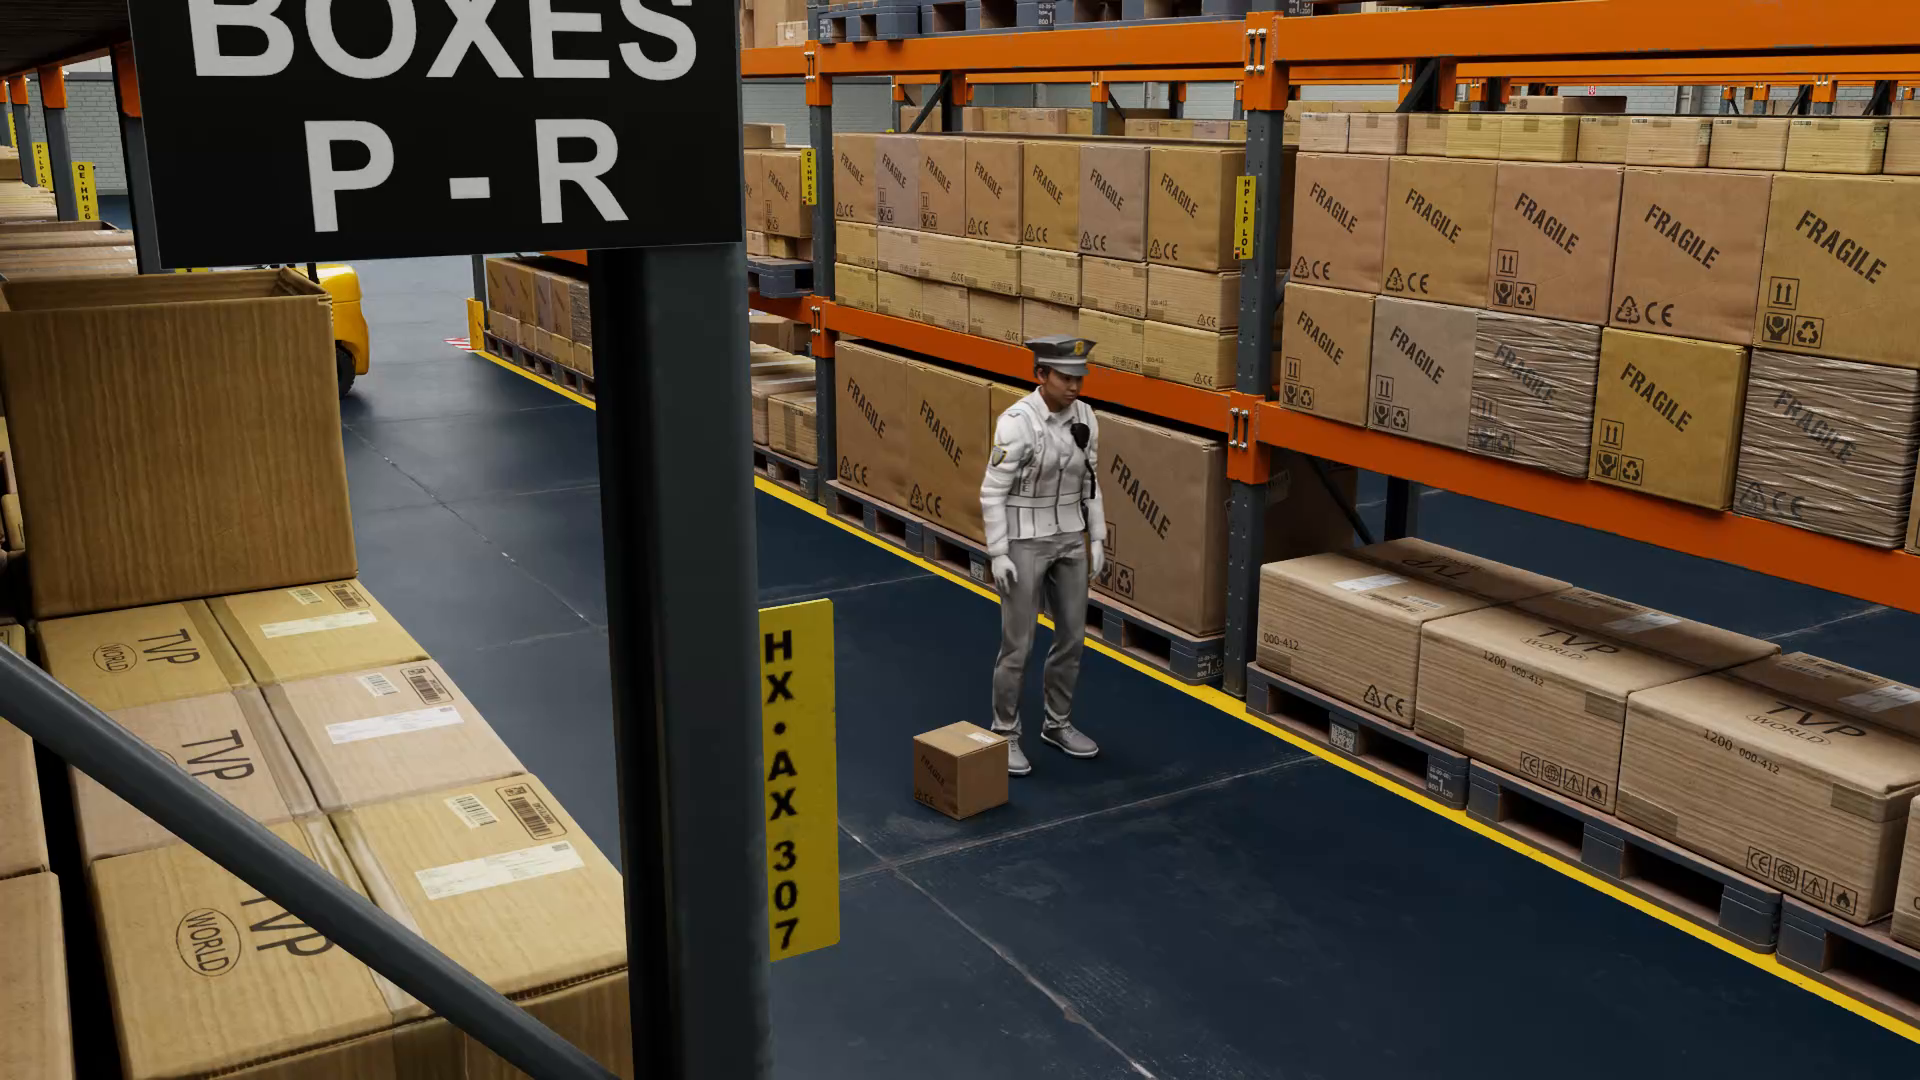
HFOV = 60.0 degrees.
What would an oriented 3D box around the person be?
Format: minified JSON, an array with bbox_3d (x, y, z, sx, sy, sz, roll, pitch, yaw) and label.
[{"bbox_3d":[0.336,0.040,6.358,0.530,1.663,0.342,-9,17,-29],"label":"person"}]
